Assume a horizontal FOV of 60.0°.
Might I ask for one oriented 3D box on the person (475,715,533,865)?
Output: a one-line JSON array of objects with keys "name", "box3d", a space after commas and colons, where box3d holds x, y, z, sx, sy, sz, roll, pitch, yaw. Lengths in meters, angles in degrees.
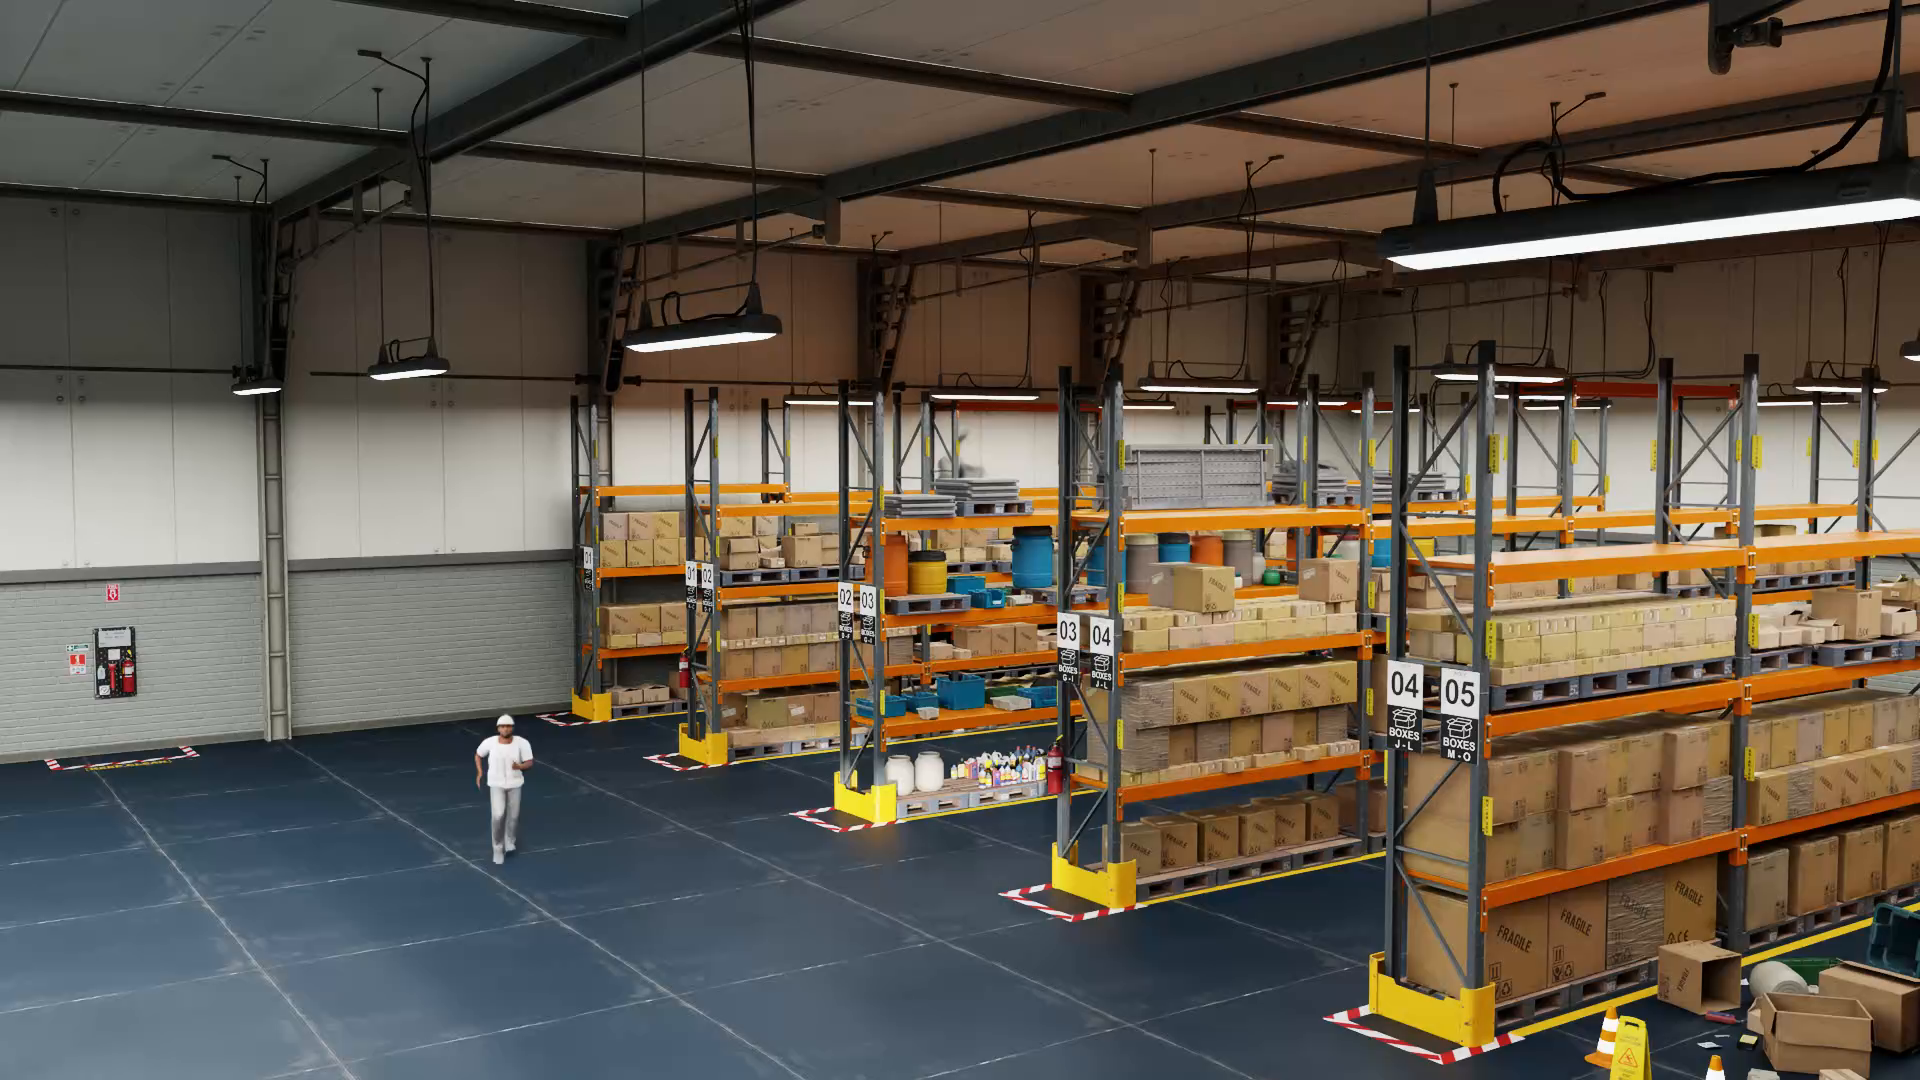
[{"name": "person", "box3d": [-5.590, 3.055, 20.451, 0.669, 1.823, 0.751, -1, 4, -20]}]
